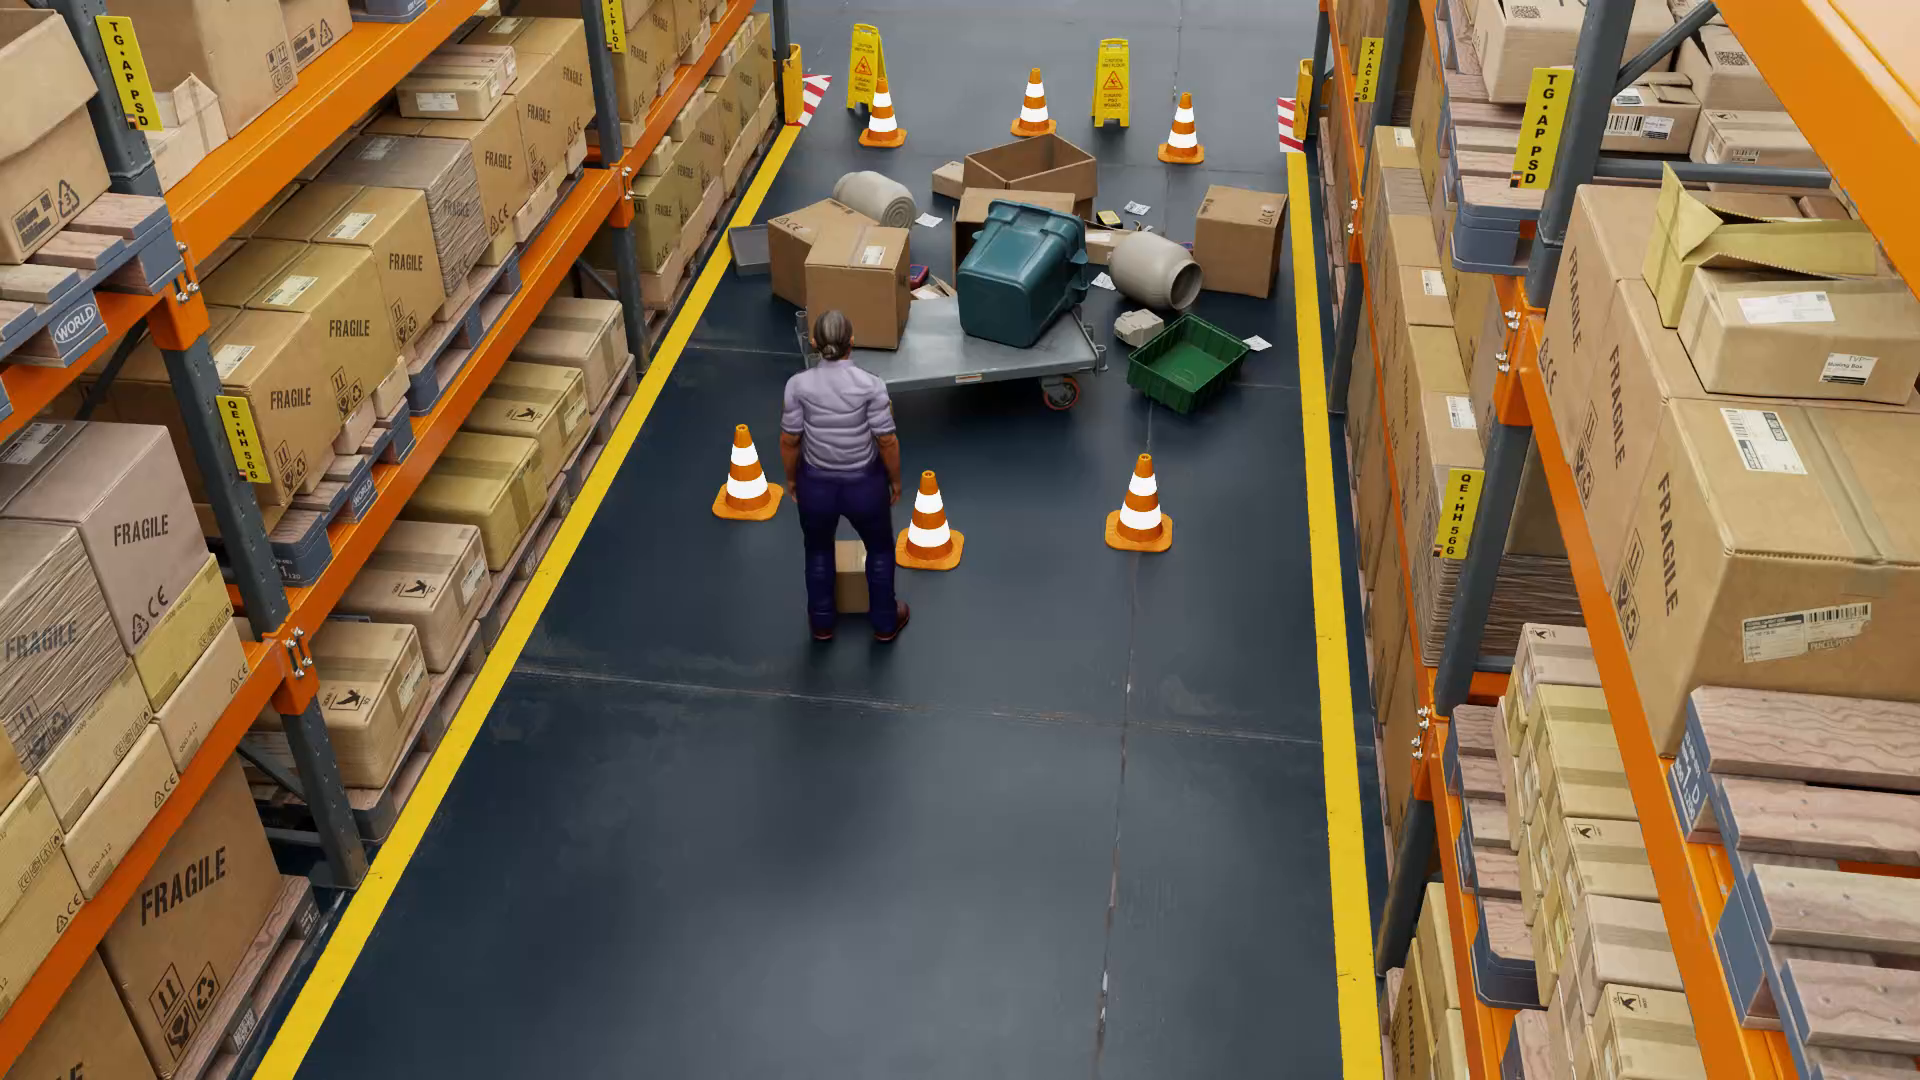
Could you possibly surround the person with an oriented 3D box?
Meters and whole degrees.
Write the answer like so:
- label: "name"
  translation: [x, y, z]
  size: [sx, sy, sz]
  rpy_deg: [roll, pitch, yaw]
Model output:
- label: "person"
  translation: [-0.512, -0.244, 7.377]
  size: [0.537, 1.651, 0.372]
  rpy_deg: [2, 36, 2]
